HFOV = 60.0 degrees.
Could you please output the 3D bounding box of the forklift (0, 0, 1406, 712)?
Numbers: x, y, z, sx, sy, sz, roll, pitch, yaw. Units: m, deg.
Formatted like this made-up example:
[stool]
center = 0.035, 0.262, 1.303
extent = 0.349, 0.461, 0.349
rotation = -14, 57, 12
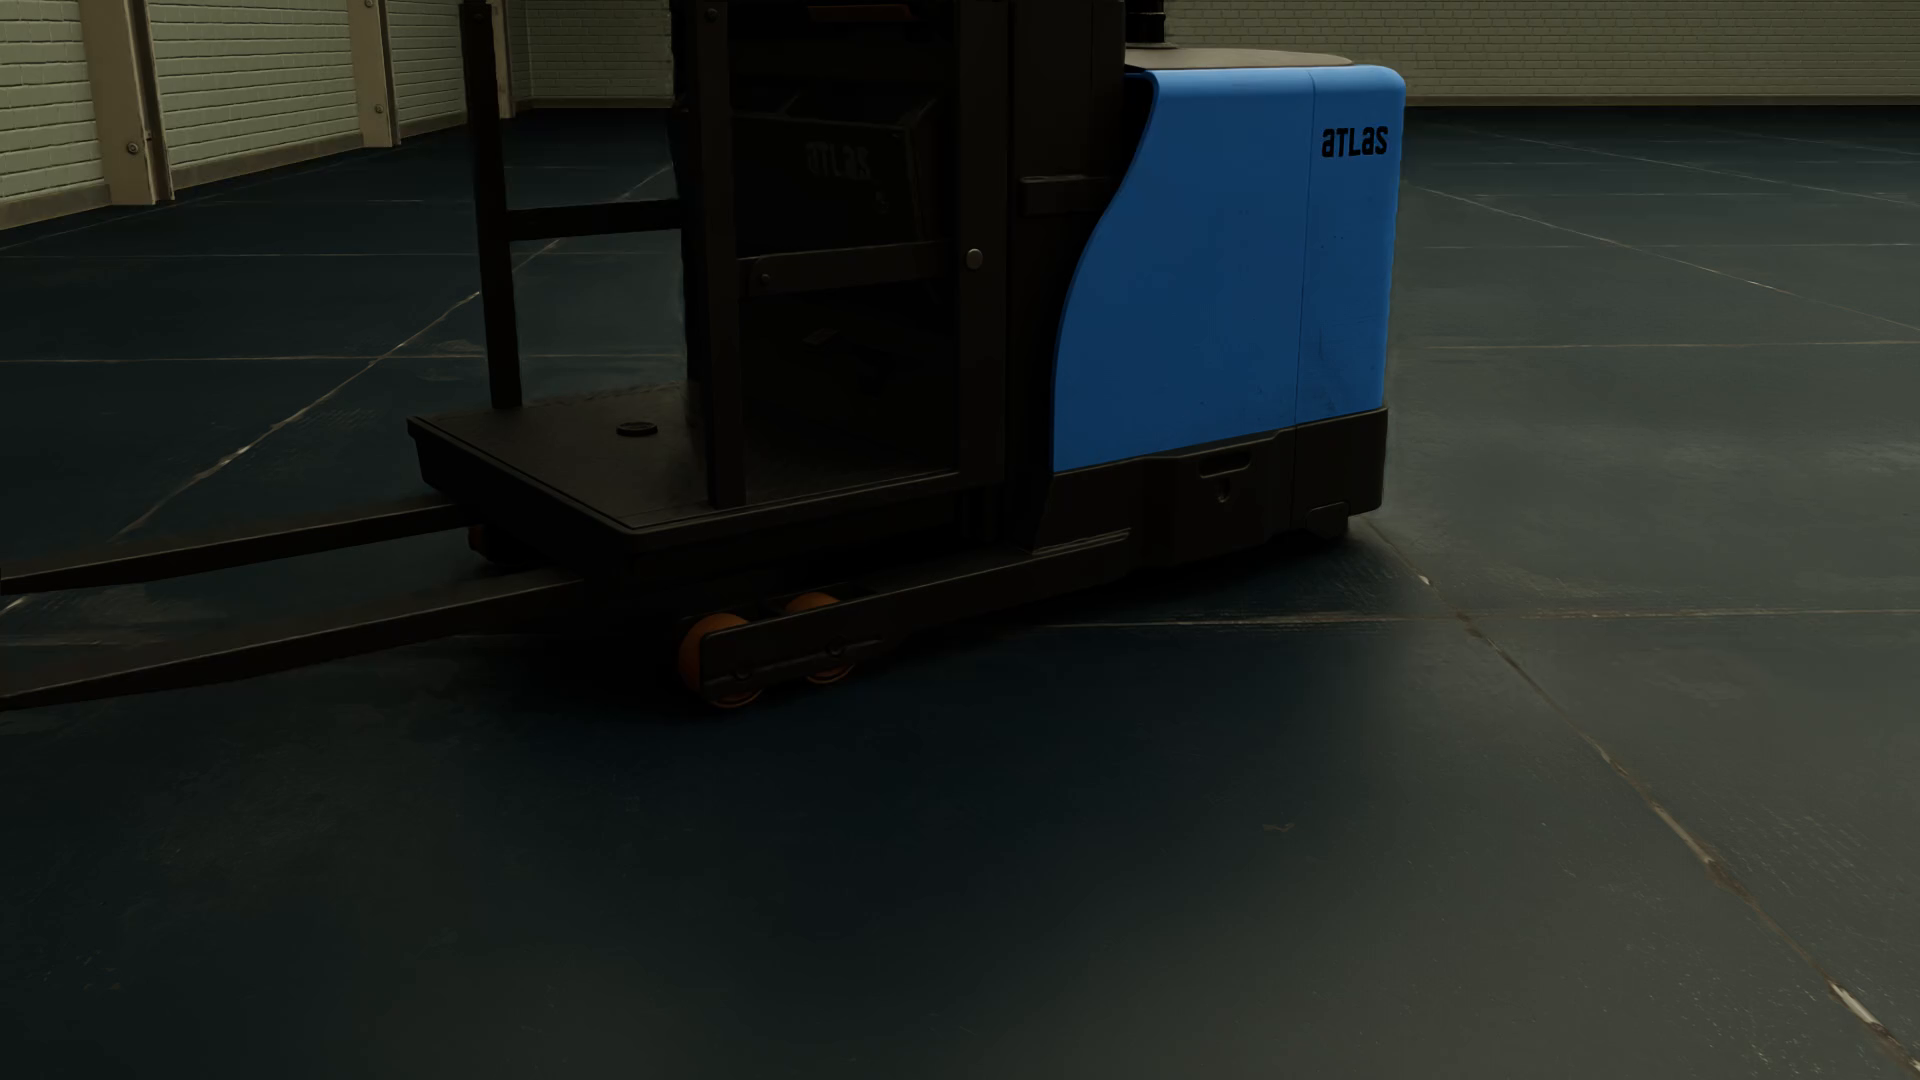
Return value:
[forklift]
center = -0.484, -1.278, 3.085
extent = 3.031, 2.935, 1.130
rotation = -12, 21, -35
